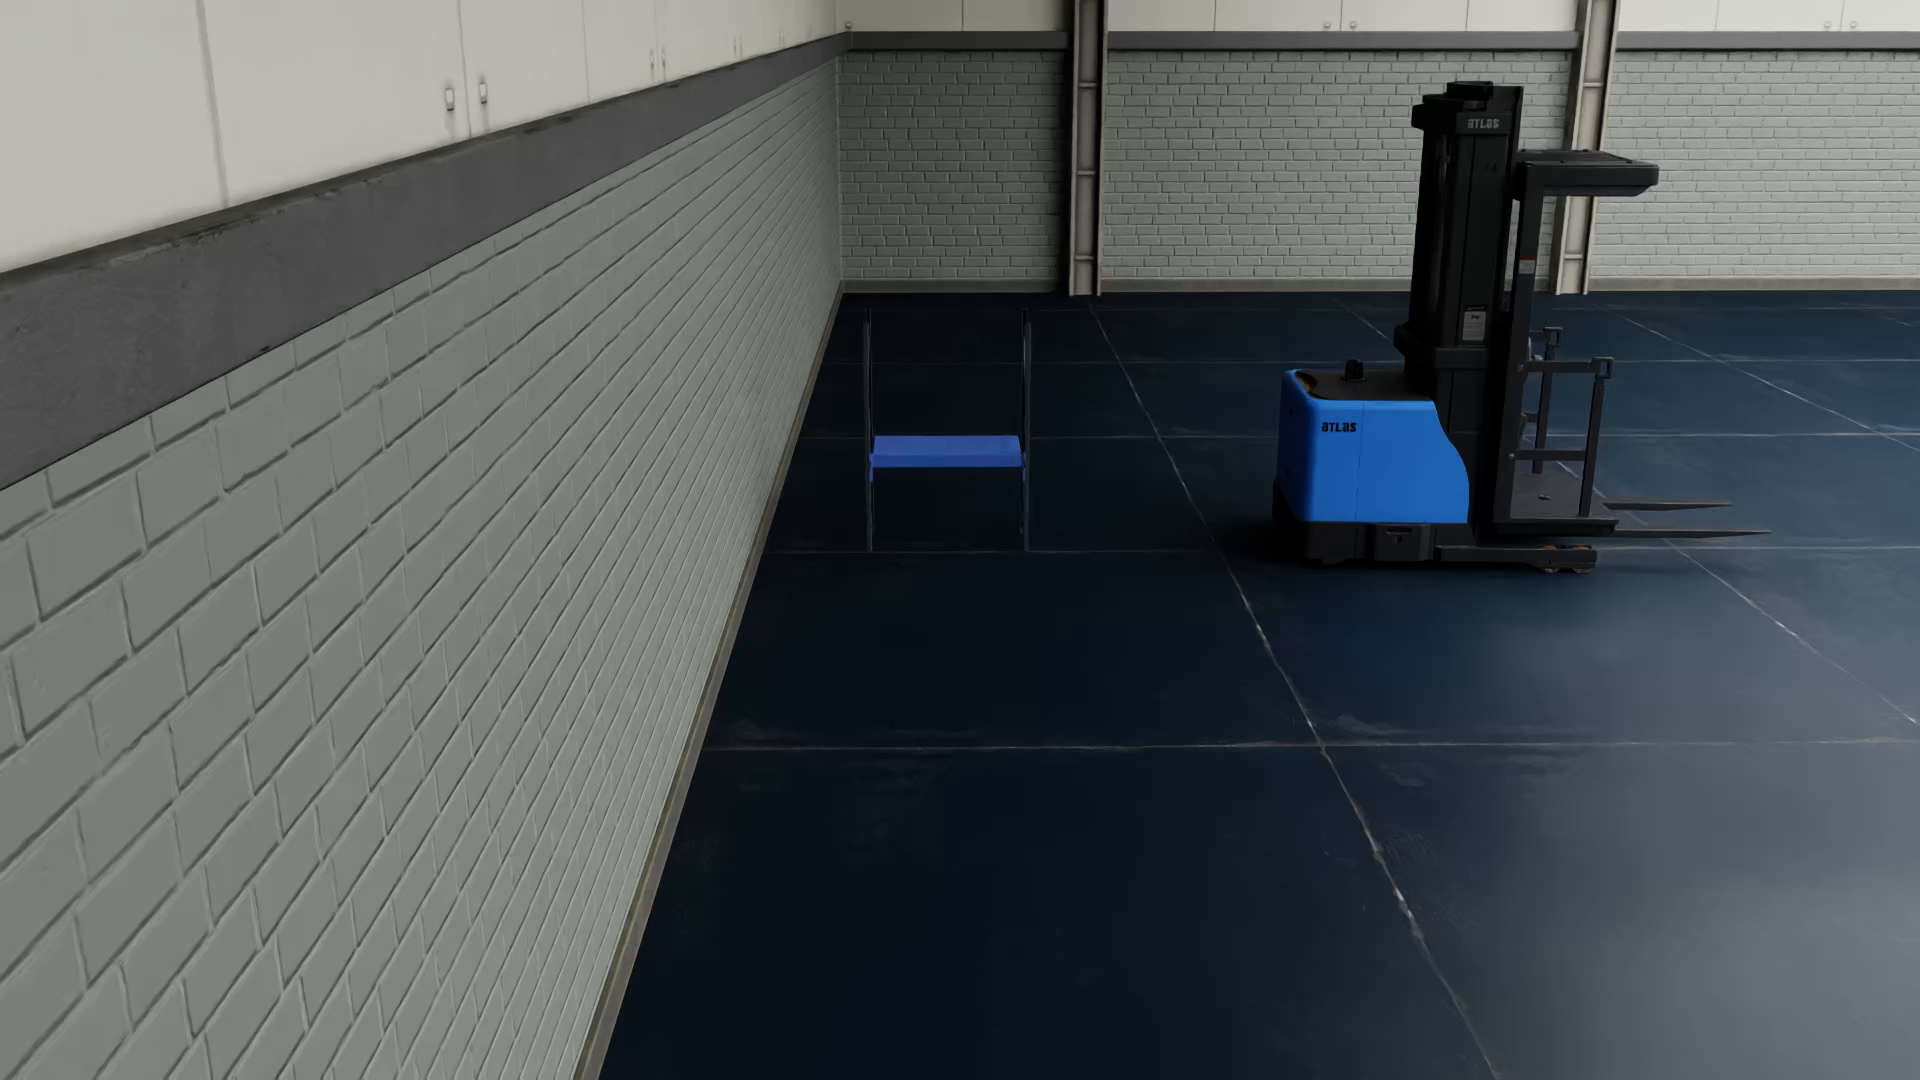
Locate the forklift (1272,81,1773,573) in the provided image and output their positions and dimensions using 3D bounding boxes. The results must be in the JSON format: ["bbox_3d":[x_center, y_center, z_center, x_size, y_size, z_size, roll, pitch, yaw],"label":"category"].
[{"bbox_3d":[3.628,-1.355,10.473,3.031,2.935,1.130,1,18,2],"label":"forklift"}]

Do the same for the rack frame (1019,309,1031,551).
[{"bbox_3d":[0.423,-0.716,10.825,0.032,1.500,0.500,0,18,-1],"label":"rack frame"}]

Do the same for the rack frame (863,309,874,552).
[{"bbox_3d":[-0.594,-0.711,10.810,0.032,1.500,0.500,0,18,-1],"label":"rack frame"}]

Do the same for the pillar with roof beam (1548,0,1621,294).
[{"bbox_3d":[7.594,-6.040,15.146,0.400,9.000,9.100,0,18,-1],"label":"pillar with roof beam"}]

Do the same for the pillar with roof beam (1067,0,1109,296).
[{"bbox_3d":[1.595,-6.012,15.055,0.400,9.000,9.100,0,18,-1],"label":"pillar with roof beam"}]

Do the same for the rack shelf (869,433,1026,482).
[{"bbox_3d":[-0.085,-0.542,10.872,1.000,0.185,0.538,0,18,-1],"label":"rack shelf"}]

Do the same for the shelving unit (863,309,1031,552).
[{"bbox_3d":[-0.085,-0.714,10.817,1.048,1.500,0.538,0,18,-1],"label":"shelving unit"}]
